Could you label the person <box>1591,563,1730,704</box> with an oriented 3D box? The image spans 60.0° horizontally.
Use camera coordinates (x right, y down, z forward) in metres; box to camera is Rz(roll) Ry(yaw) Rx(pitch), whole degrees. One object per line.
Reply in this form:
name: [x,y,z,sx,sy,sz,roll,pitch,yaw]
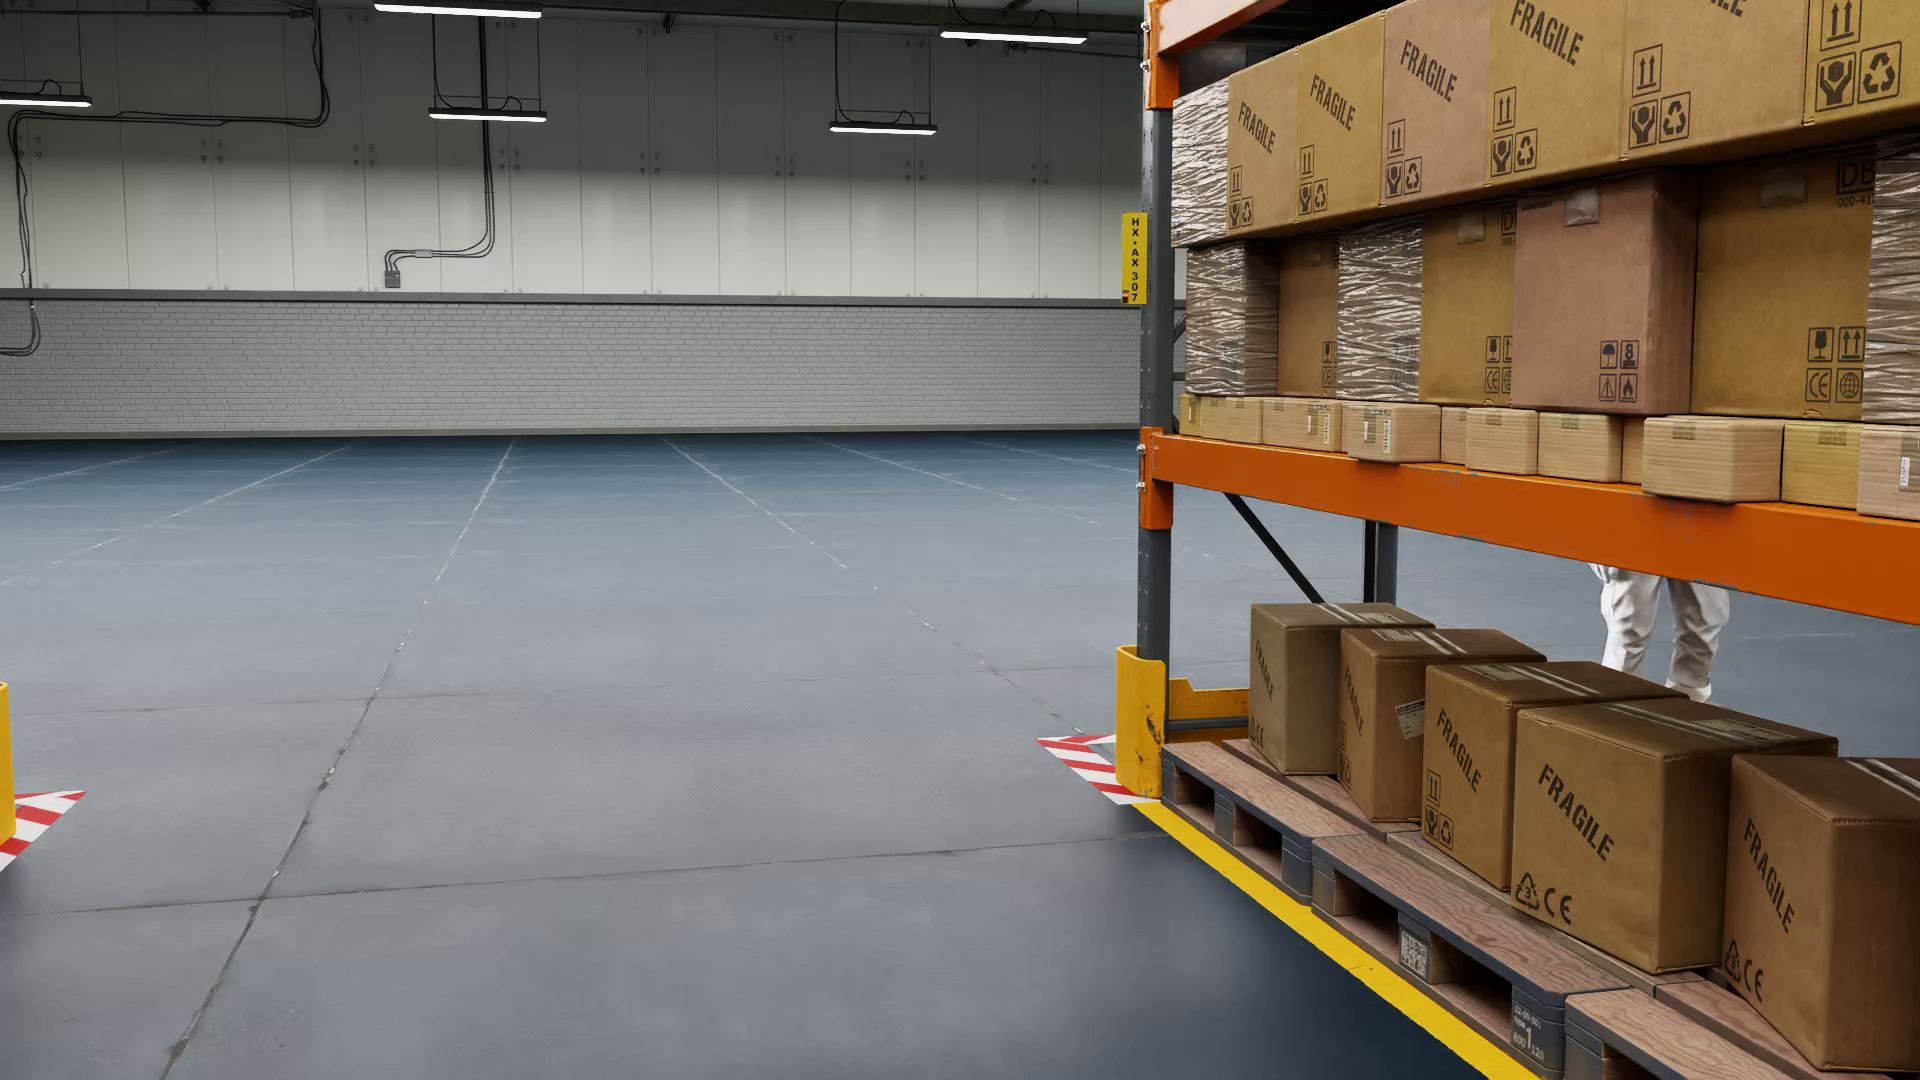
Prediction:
person: [2.677,0.008,6.251,0.616,1.778,0.453,0,6,4]
